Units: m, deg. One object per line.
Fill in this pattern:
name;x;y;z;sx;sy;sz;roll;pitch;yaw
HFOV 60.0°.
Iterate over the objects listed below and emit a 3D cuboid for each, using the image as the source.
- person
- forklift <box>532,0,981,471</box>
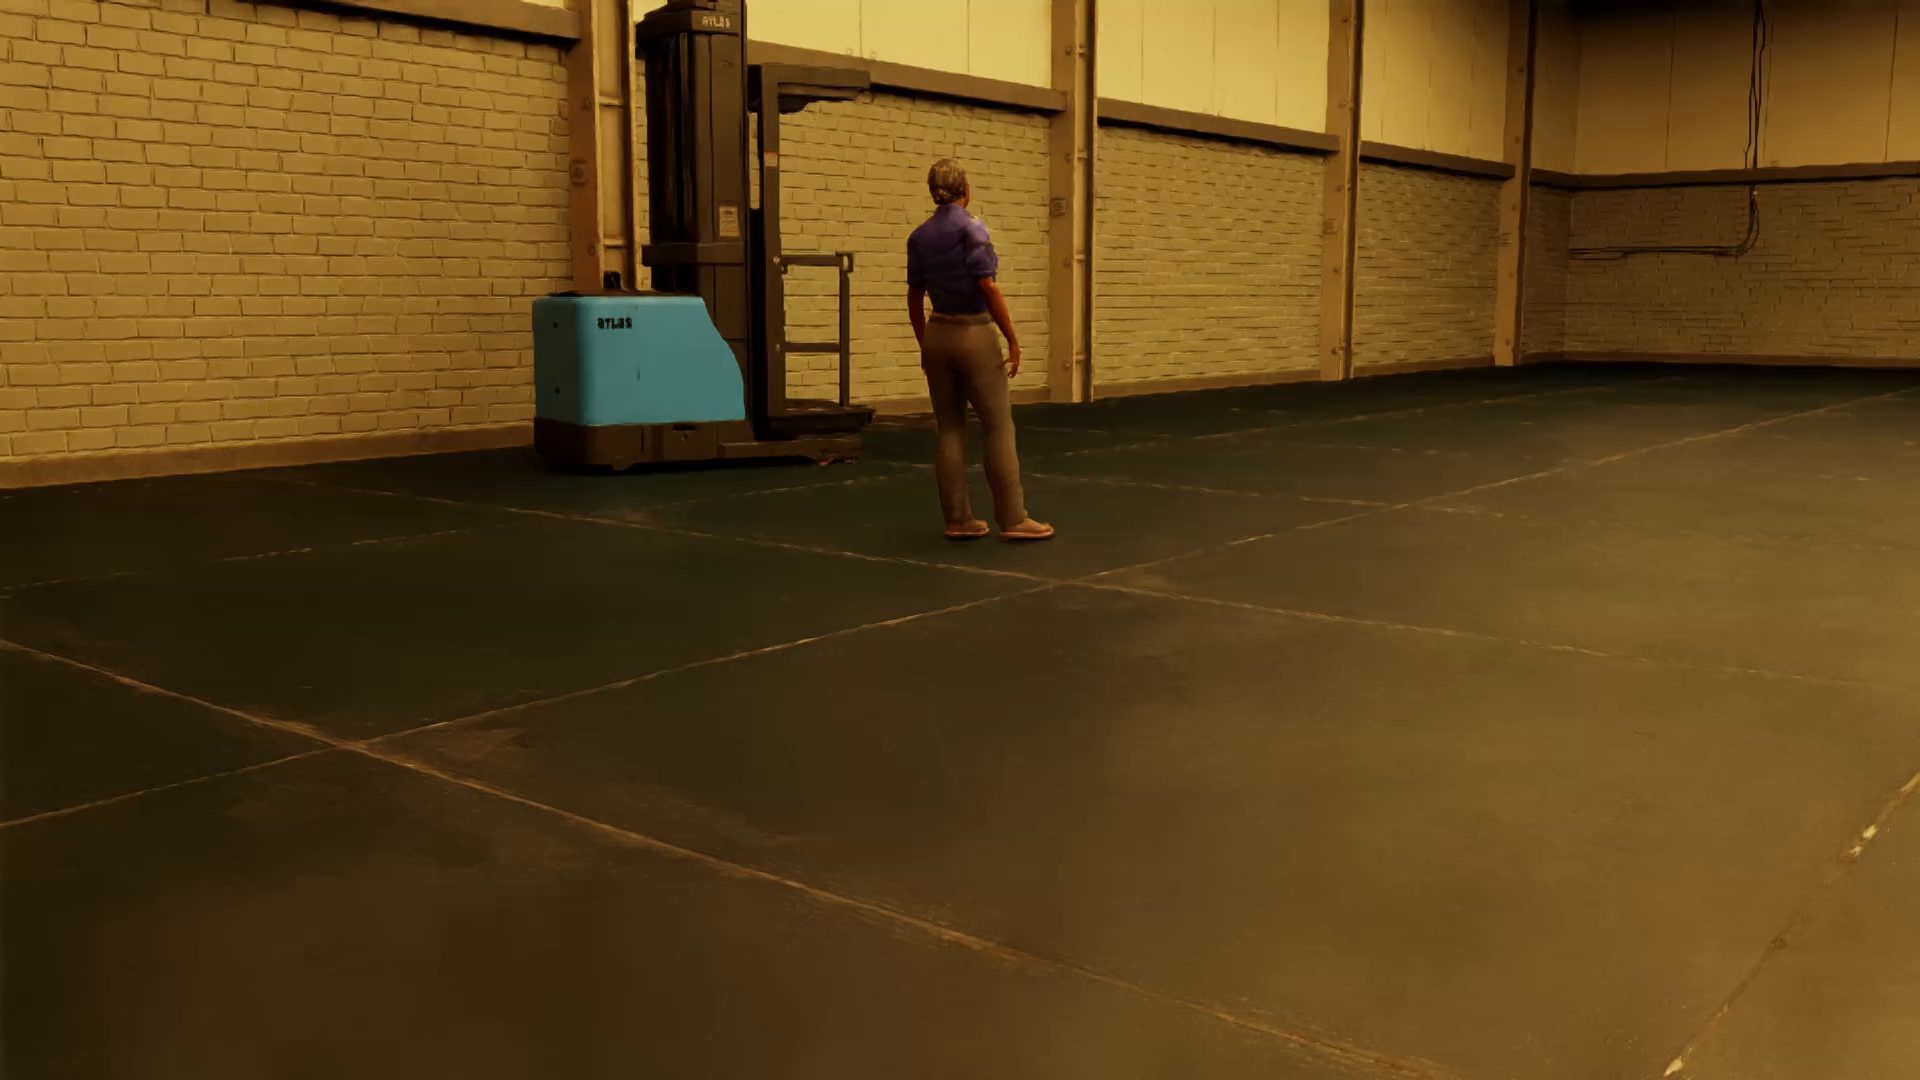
person;0.070;-0.834;7.339;0.570;1.654;0.503;7;11;38
forklift;-1.229;-2.002;10.960;3.031;2.935;1.130;-5;10;-31
